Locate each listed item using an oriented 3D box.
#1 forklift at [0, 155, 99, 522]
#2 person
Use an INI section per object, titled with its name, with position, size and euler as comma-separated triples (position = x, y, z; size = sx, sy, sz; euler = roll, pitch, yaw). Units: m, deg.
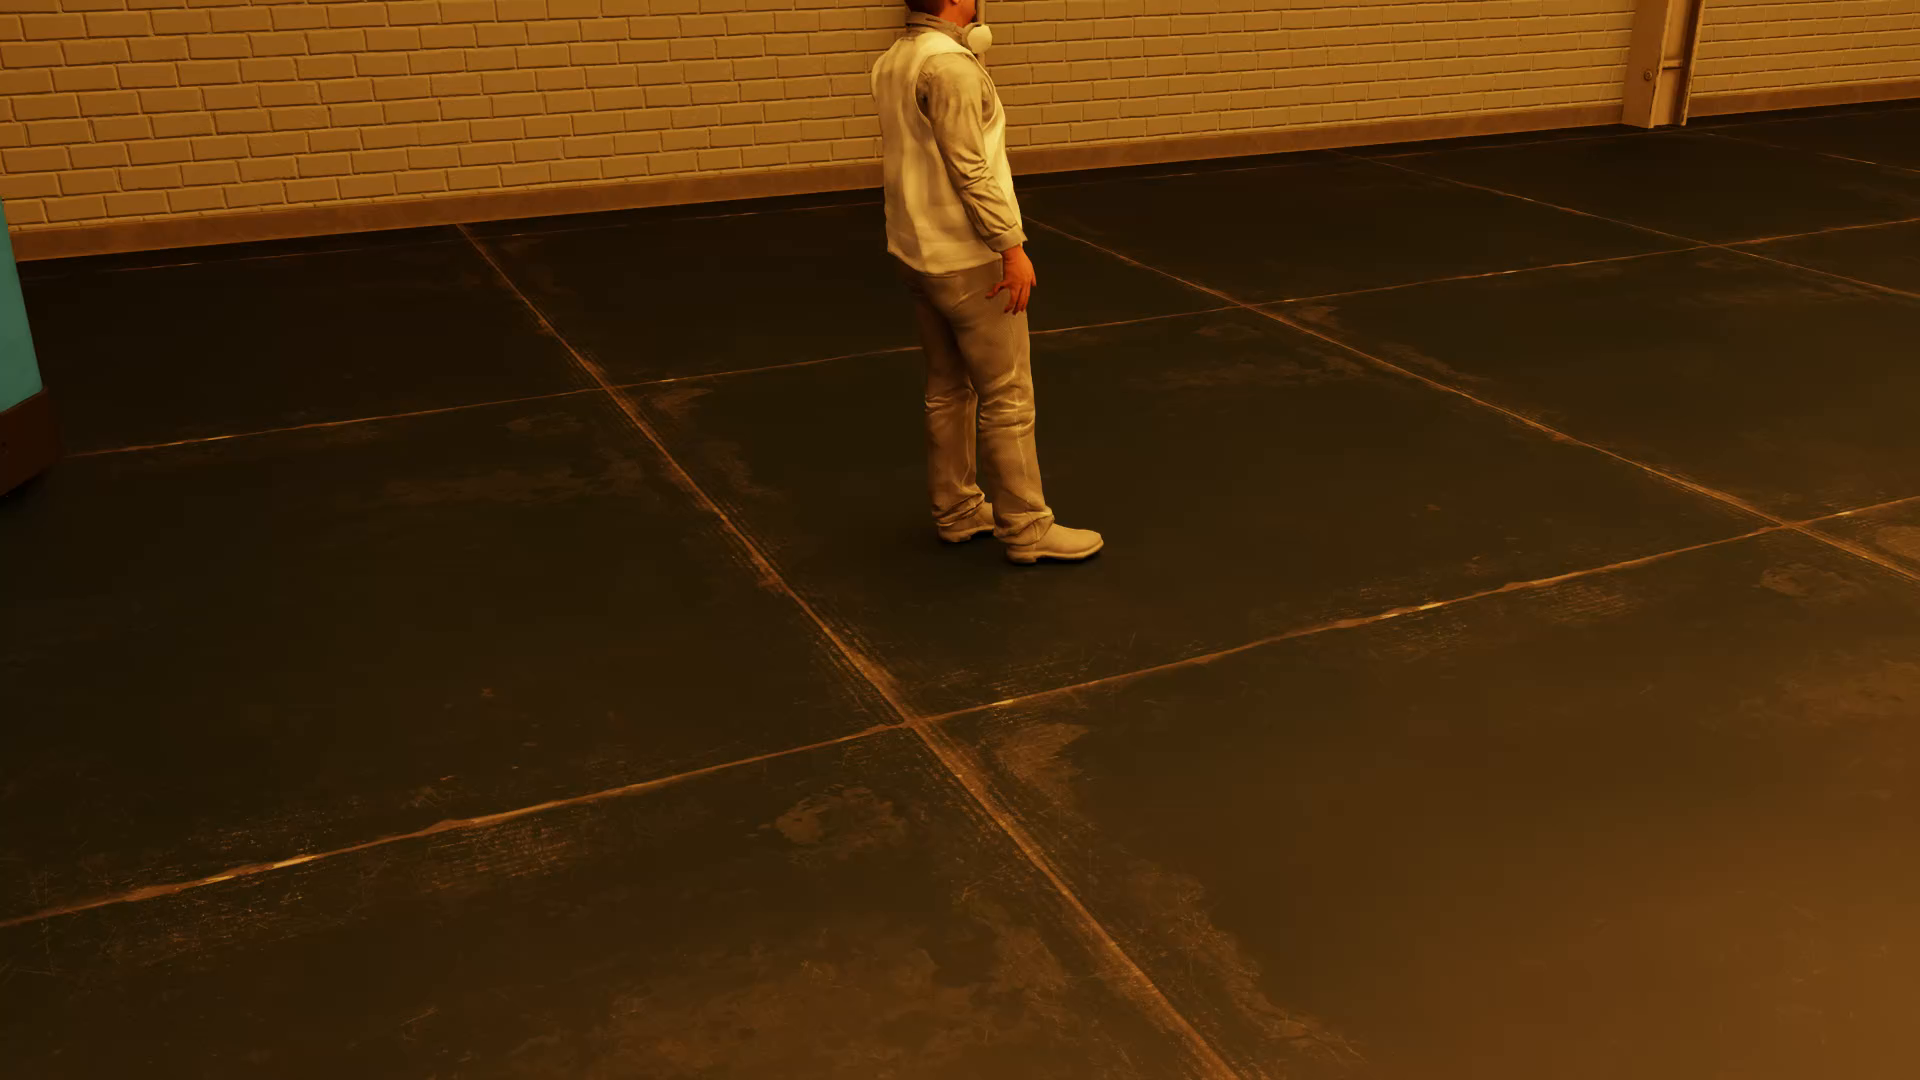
[forklift]
position = -4.418, -1.416, 4.695
size = 3.031, 2.935, 1.130
euler = 1, 23, 2
[person]
position = 0.060, -0.834, 4.782
size = 0.565, 1.776, 0.634
euler = -10, 25, -23
